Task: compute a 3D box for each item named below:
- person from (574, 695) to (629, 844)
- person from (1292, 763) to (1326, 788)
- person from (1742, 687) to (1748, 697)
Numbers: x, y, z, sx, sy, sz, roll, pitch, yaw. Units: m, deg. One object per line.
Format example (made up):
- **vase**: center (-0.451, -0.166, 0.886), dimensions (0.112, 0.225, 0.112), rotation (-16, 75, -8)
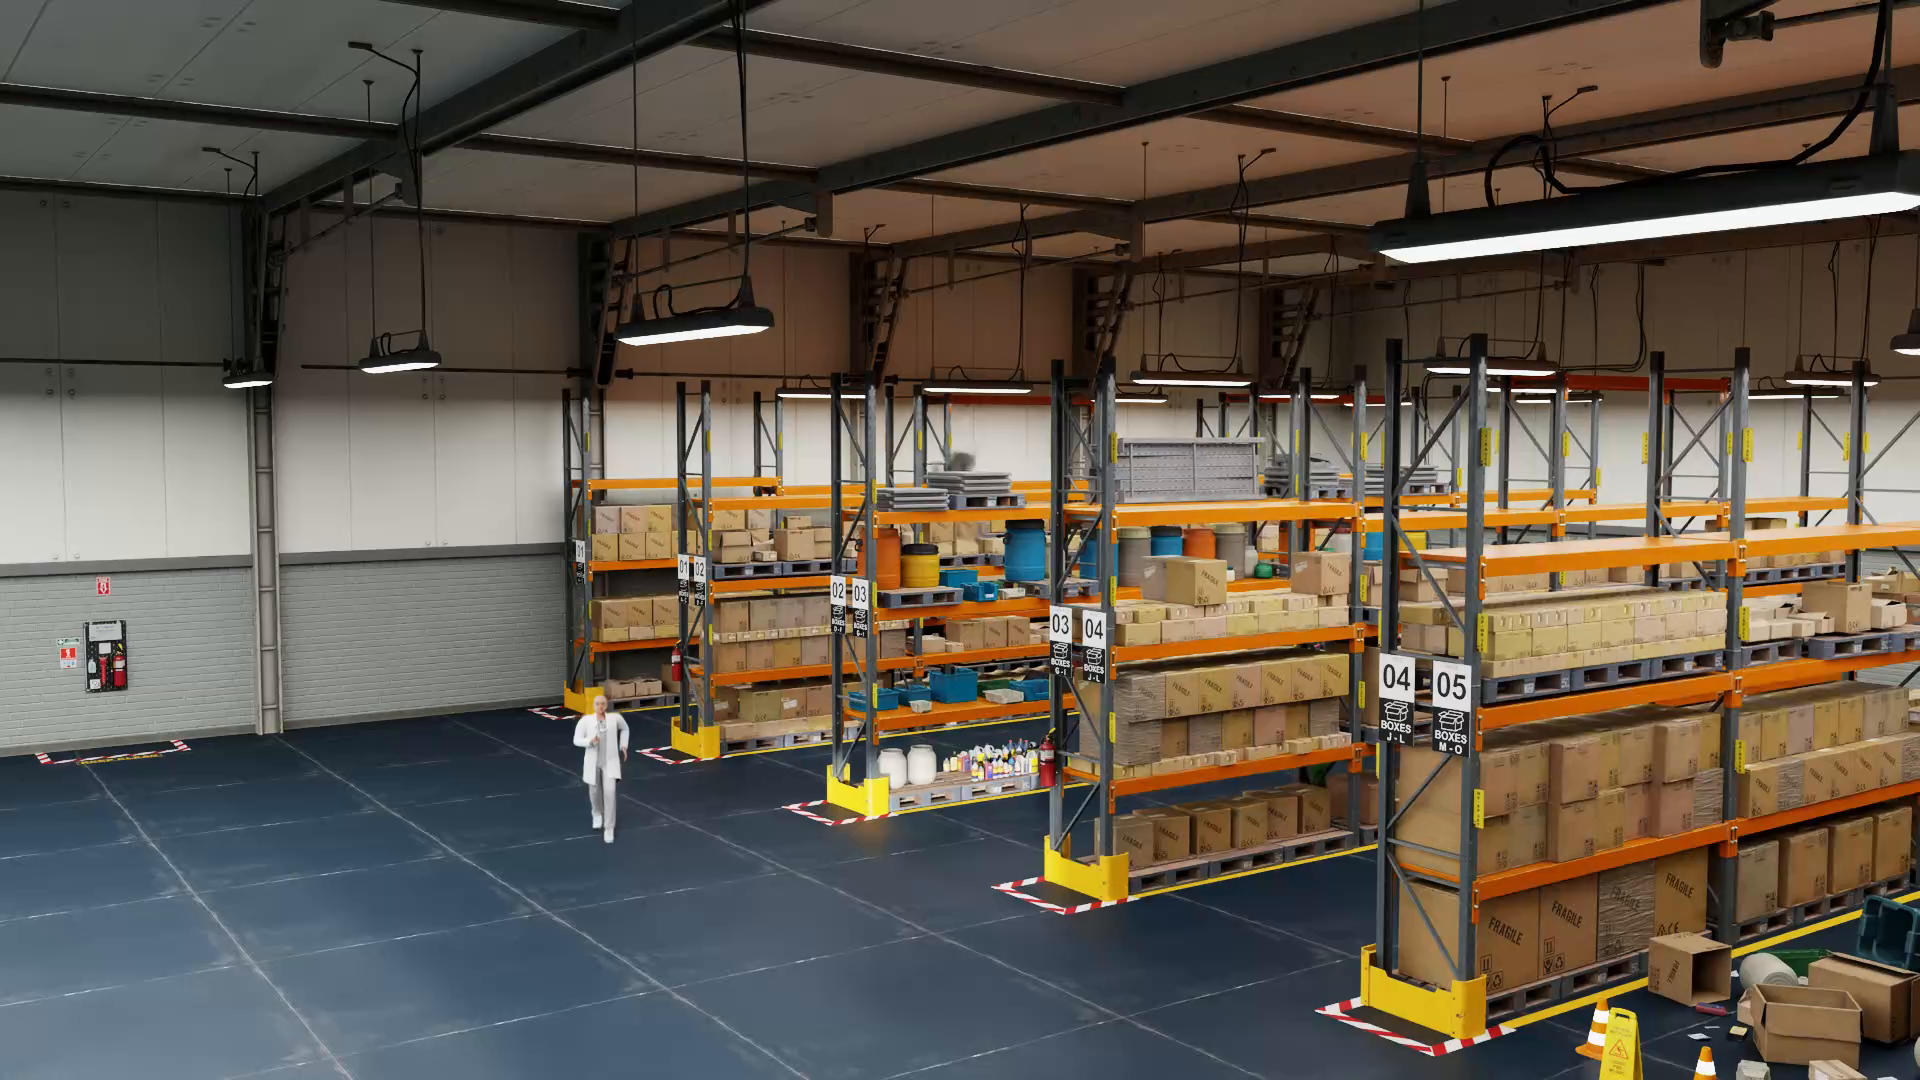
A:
- **person**: center (-4.598, 2.890, 21.333), dimensions (0.684, 1.824, 0.949), rotation (-1, 4, -10)
- **person**: center (4.828, 2.806, 22.826), dimensions (0.652, 1.752, 0.641), rotation (4, 5, 44)
- **person**: center (10.743, 2.770, 22.954), dimensions (0.912, 1.814, 0.654), rotation (-3, 5, -40)
